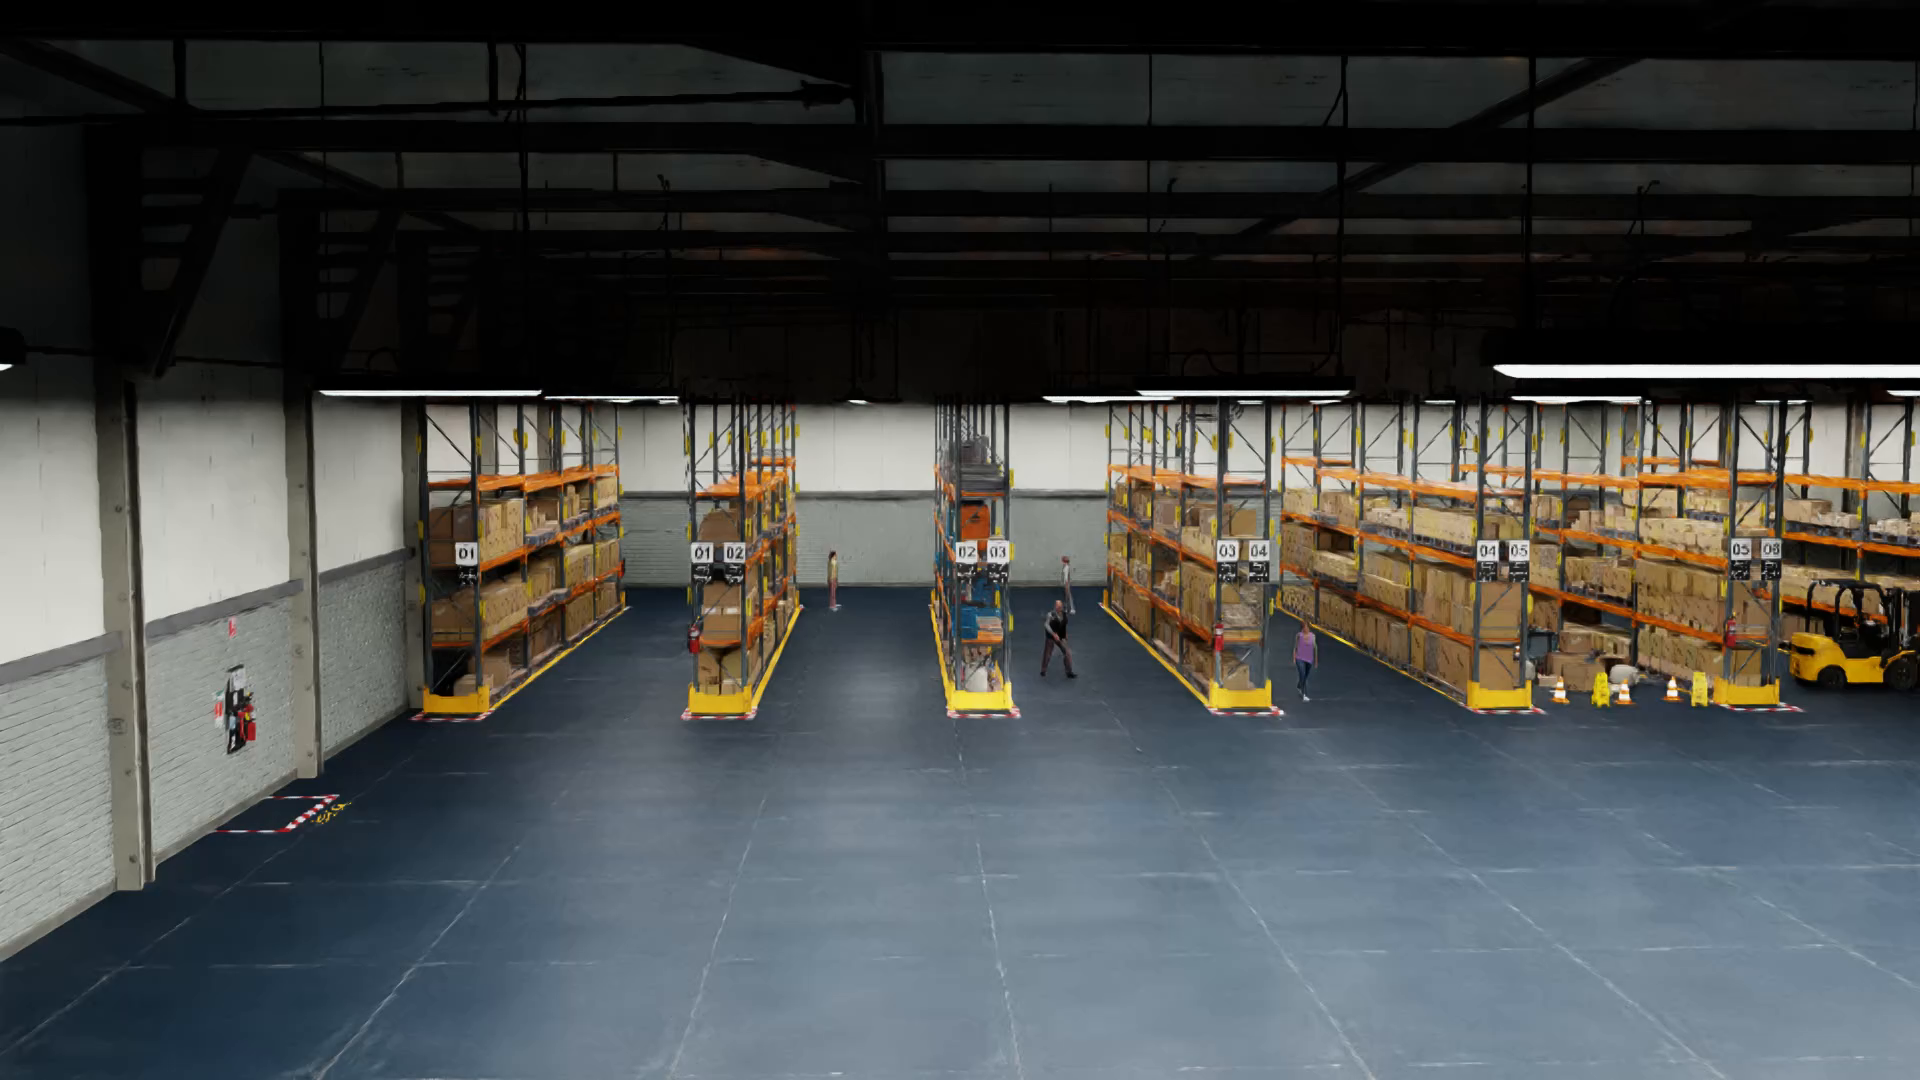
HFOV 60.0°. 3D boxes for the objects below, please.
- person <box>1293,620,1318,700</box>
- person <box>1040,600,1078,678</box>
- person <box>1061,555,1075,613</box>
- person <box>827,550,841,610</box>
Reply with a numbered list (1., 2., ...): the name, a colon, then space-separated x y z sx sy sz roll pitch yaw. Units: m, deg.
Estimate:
1. person: 6.783 2.333 32.624 0.432 1.537 0.948 0 5 -4
2. person: 2.044 2.071 35.165 0.679 1.661 0.830 -2 5 -20
3. person: 2.970 1.218 46.297 0.464 1.593 0.607 0 5 3
4. person: -3.540 1.112 46.939 0.451 1.679 0.537 -2 5 -23
